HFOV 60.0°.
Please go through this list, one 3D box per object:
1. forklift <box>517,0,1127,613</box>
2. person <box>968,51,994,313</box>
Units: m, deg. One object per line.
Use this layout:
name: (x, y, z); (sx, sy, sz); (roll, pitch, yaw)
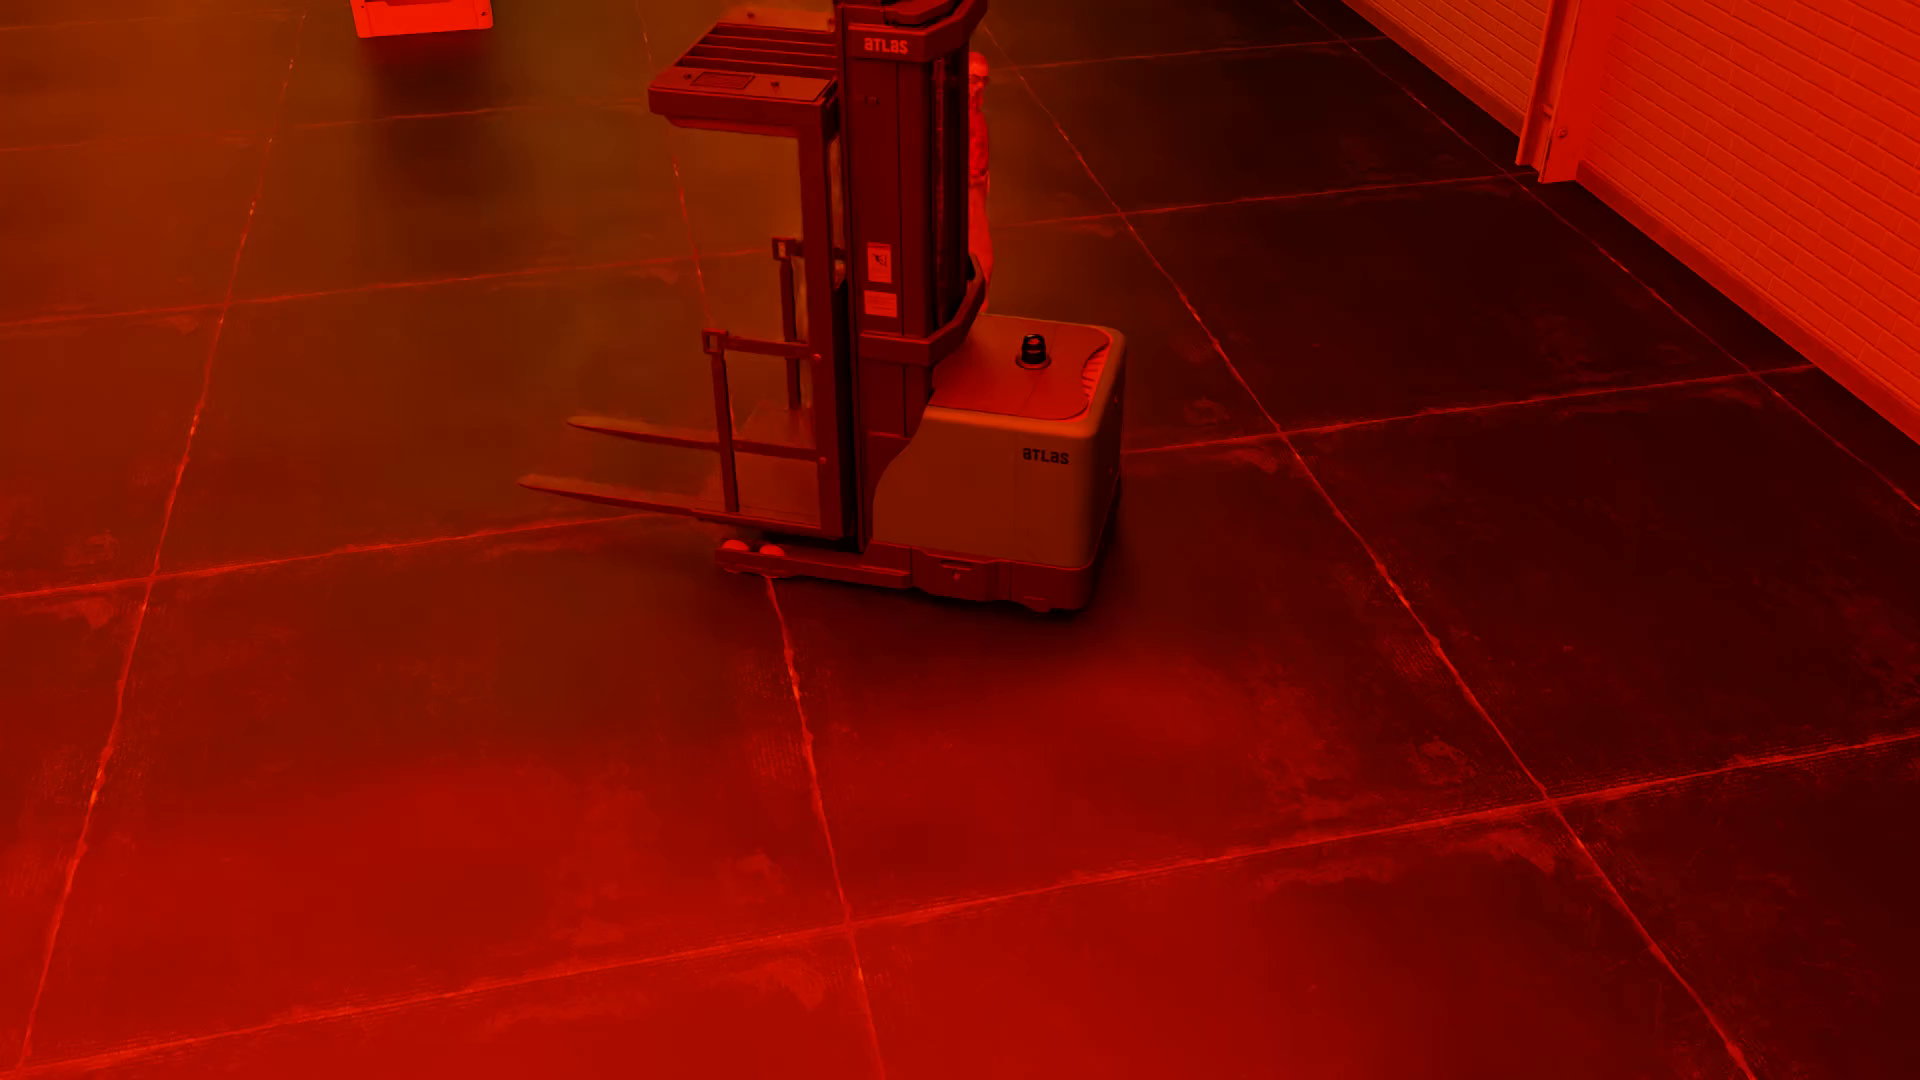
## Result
forklift: (-0.741, -1.288, 7.839); (3.031, 2.935, 1.130); (8, 37, 11)
person: (0.089, -2.063, 9.959); (0.504, 1.713, 0.747); (0, 36, 0)
